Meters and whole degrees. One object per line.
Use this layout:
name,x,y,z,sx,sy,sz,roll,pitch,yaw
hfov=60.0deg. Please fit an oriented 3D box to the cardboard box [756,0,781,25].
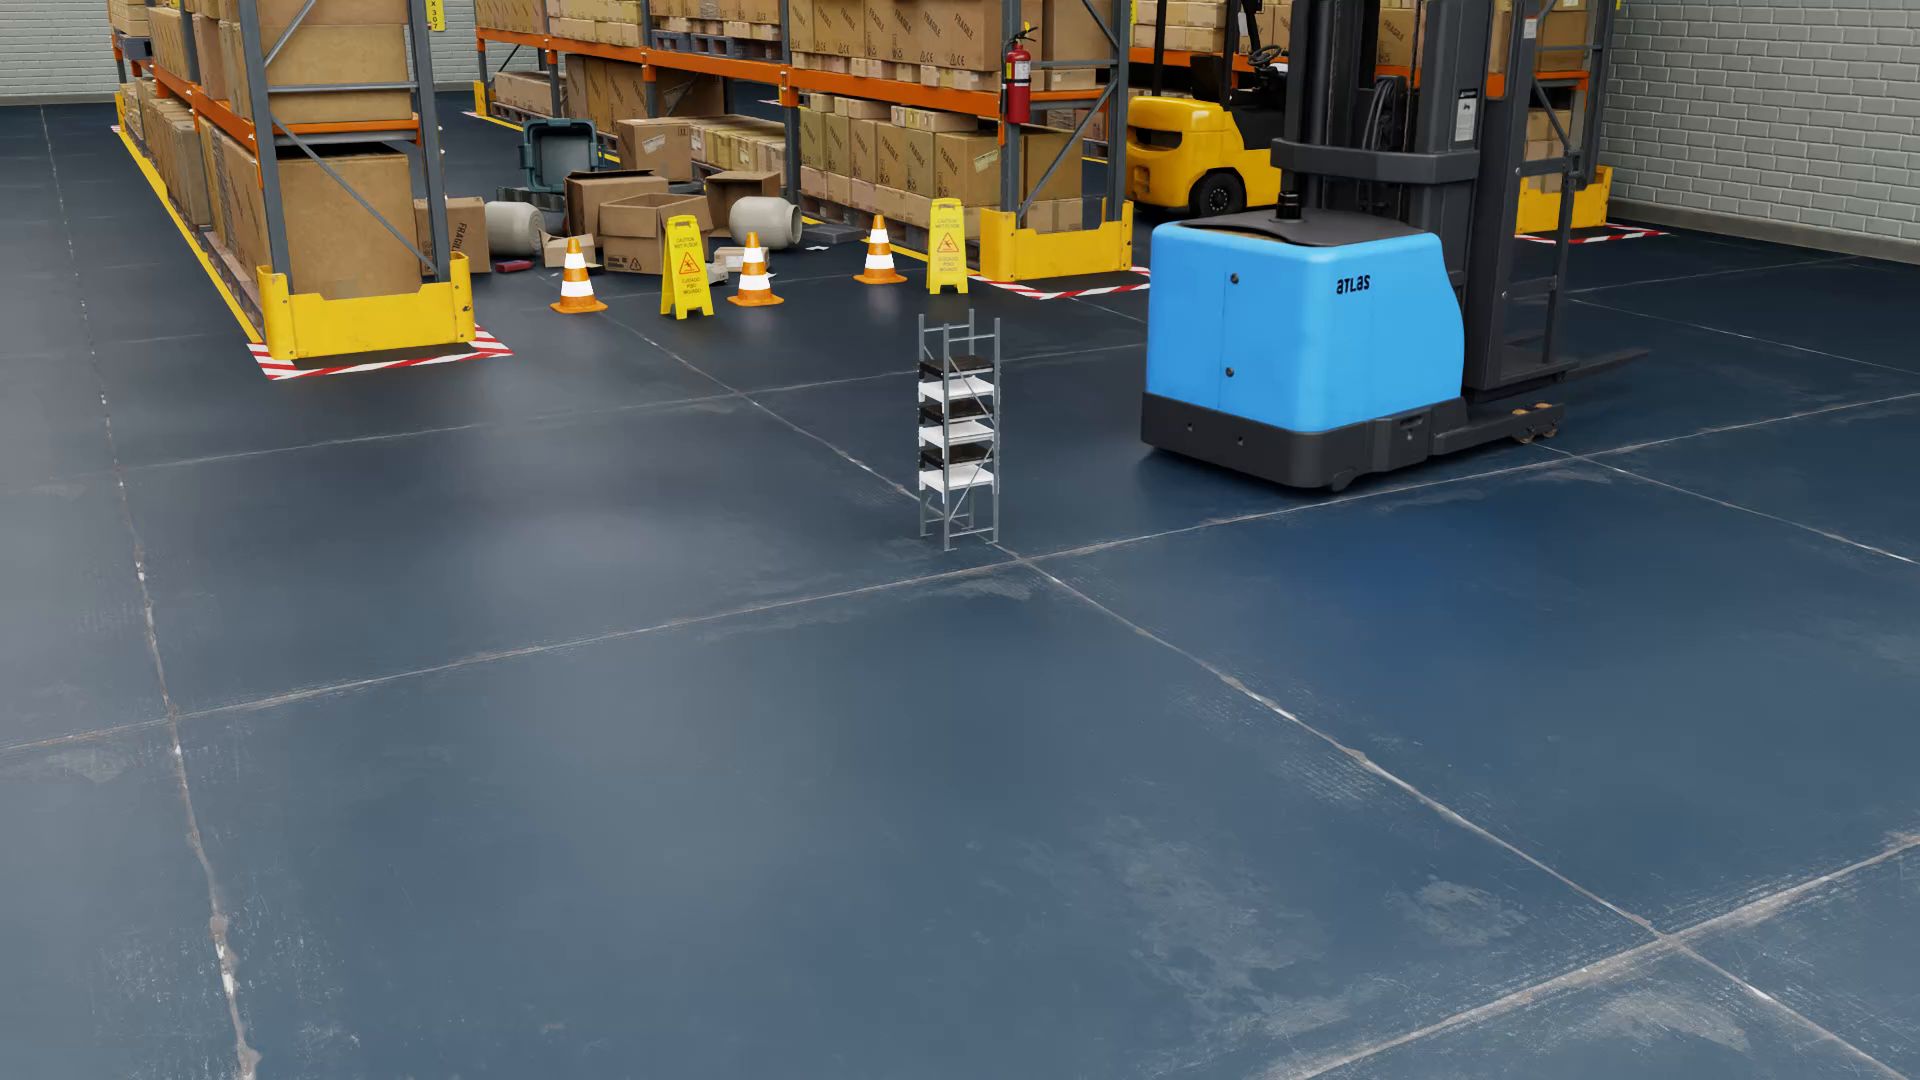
cardboard box,-1.563,-5.029,15.353,0.500,0.500,0.500,-10,22,-28

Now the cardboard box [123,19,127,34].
cardboard box,-8.342,-5.265,17.033,0.380,0.149,0.250,-10,22,-27

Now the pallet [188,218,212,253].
pallet,-5.883,-2.641,13.962,1.003,0.211,1.213,-10,21,-27

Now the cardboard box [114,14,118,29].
cardboard box,-9.215,-5.790,18.555,0.380,0.149,0.250,-10,21,-26

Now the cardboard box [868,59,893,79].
cardboard box,-0.531,-3.850,13.574,0.380,0.149,0.250,-10,21,-27

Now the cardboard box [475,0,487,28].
cardboard box,-6.865,-7.855,24.644,0.500,0.500,0.500,-10,21,-27

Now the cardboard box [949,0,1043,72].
cardboard box,0.257,-3.698,12.140,0.500,0.500,0.500,-10,22,-28

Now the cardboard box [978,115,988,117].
cardboard box,0.456,-5.864,22.214,0.500,0.500,0.500,-9,21,-24

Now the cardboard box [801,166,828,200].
cardboard box,-1.099,-3.233,14.973,0.500,0.250,0.500,-11,22,-29

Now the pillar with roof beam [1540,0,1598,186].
pillar with roof beam,1.798,-6.675,12.181,9.100,9.000,0.400,-10,21,-27

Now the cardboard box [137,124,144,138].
cardboard box,-9.735,-4.957,20.124,0.380,0.149,0.250,-10,21,-26

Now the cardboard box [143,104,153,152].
cardboard box,-8.879,-4.658,18.720,0.500,0.500,0.500,-9,21,-24

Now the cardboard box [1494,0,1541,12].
cardboard box,4.713,-4.577,14.149,0.380,0.149,0.250,-10,21,-26

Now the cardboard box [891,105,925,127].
cardboard box,-0.326,-3.390,13.284,0.380,0.149,0.250,-9,21,-24

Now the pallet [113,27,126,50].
pallet,-9.014,-5.713,18.885,1.003,0.211,1.213,-10,21,-27

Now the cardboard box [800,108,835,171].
cardboard box,-1.099,-3.587,14.851,0.500,0.500,0.500,-9,21,-24

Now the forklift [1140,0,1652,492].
forklift,2.310,-1.965,7.832,3.031,2.935,1.130,-15,24,-36

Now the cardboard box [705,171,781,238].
cardboard box,-1.830,-2.846,14.110,0.500,0.500,0.500,4,19,11

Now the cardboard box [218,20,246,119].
cardboard box,-4.047,-2.926,10.283,0.875,0.550,0.550,-10,21,-27

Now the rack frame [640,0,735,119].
rack frame,-3.041,-5.694,18.533,1.000,3.000,0.127,-10,21,-27

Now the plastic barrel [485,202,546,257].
plastic barrel,-3.561,-2.444,13.064,0.512,0.421,0.421,4,19,11

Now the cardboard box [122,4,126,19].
cardboard box,-8.240,-5.341,16.796,0.380,0.149,0.250,-9,21,-25

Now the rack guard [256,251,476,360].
rack guard,-3.539,-1.413,9.959,1.175,0.500,0.348,-10,21,-27

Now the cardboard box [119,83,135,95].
cardboard box,-11.199,-6.123,22.593,0.380,0.149,0.250,-11,22,-29

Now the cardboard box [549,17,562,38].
cardboard box,-4.964,-6.604,21.400,0.500,0.250,0.500,-11,22,-28

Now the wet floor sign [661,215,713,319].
wet floor sign,-1.794,-1.787,10.820,0.267,0.644,0.232,-14,24,-36

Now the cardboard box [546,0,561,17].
cardboard box,-4.980,-6.837,21.311,0.500,0.250,0.500,-11,22,-28

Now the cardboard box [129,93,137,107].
cardboard box,-10.192,-5.528,20.866,0.380,0.149,0.250,-11,22,-29

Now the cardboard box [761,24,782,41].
cardboard box,-1.629,-4.730,15.482,0.380,0.149,0.250,-10,21,-26

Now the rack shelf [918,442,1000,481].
rack shelf,-0.004,-0.311,6.532,0.258,0.077,0.200,-10,21,-27

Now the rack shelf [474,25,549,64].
rack shelf,-5.890,-7.076,23.642,1.077,0.370,4.000,-10,21,-27

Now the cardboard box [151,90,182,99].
cardboard box,-7.905,-4.425,16.895,0.500,0.250,0.500,-11,22,-28

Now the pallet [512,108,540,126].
pallet,-5.816,-6.105,23.999,1.003,0.211,1.213,-10,21,-27

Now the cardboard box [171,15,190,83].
cardboard box,-5.933,-3.905,13.197,0.500,0.500,0.500,-10,21,-27

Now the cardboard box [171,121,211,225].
cardboard box,-5.824,-3.049,13.673,1.050,0.750,0.750,-10,21,-27

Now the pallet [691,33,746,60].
pallet,-2.065,-5.041,16.936,1.003,0.211,1.213,-10,21,-27

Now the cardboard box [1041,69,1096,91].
cardboard box,0.779,-3.408,12.294,0.380,0.149,0.250,-10,21,-26

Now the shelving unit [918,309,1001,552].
shelving unit,-0.004,-0.428,6.491,0.258,0.900,0.210,-10,21,-27

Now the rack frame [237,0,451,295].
rack frame,-3.551,-2.601,9.571,1.000,3.000,0.127,-10,21,-27

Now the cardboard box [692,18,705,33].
cardboard box,-2.561,-5.340,17.249,0.380,0.149,0.250,-9,21,-23

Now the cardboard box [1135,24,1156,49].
cardboard box,2.303,-5.639,18.605,0.500,0.250,0.500,-10,21,-26

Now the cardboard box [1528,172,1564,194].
cardboard box,5.063,-3.237,14.985,0.500,0.250,0.500,-10,21,-26

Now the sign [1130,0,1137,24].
sign,1.235,-3.890,11.980,0.100,0.325,0.005,-10,21,-27

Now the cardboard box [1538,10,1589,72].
cardboard box,5.133,-4.399,14.629,0.500,0.500,0.500,-9,21,-25

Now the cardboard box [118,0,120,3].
cardboard box,-8.598,-5.700,17.381,0.380,0.149,0.250,-9,21,-24

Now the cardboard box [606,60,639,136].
cardboard box,-3.716,-5.355,20.167,0.875,0.875,0.875,-10,21,-26

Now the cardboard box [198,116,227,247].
cardboard box,-5.213,-2.752,12.622,0.875,0.875,0.875,-10,21,-26

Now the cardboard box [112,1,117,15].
cardboard box,-9.095,-5.859,18.299,0.380,0.149,0.250,-11,22,-29

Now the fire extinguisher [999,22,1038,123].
fire extinguisher,0.406,-3.256,11.588,0.296,0.674,0.183,-10,21,-27
